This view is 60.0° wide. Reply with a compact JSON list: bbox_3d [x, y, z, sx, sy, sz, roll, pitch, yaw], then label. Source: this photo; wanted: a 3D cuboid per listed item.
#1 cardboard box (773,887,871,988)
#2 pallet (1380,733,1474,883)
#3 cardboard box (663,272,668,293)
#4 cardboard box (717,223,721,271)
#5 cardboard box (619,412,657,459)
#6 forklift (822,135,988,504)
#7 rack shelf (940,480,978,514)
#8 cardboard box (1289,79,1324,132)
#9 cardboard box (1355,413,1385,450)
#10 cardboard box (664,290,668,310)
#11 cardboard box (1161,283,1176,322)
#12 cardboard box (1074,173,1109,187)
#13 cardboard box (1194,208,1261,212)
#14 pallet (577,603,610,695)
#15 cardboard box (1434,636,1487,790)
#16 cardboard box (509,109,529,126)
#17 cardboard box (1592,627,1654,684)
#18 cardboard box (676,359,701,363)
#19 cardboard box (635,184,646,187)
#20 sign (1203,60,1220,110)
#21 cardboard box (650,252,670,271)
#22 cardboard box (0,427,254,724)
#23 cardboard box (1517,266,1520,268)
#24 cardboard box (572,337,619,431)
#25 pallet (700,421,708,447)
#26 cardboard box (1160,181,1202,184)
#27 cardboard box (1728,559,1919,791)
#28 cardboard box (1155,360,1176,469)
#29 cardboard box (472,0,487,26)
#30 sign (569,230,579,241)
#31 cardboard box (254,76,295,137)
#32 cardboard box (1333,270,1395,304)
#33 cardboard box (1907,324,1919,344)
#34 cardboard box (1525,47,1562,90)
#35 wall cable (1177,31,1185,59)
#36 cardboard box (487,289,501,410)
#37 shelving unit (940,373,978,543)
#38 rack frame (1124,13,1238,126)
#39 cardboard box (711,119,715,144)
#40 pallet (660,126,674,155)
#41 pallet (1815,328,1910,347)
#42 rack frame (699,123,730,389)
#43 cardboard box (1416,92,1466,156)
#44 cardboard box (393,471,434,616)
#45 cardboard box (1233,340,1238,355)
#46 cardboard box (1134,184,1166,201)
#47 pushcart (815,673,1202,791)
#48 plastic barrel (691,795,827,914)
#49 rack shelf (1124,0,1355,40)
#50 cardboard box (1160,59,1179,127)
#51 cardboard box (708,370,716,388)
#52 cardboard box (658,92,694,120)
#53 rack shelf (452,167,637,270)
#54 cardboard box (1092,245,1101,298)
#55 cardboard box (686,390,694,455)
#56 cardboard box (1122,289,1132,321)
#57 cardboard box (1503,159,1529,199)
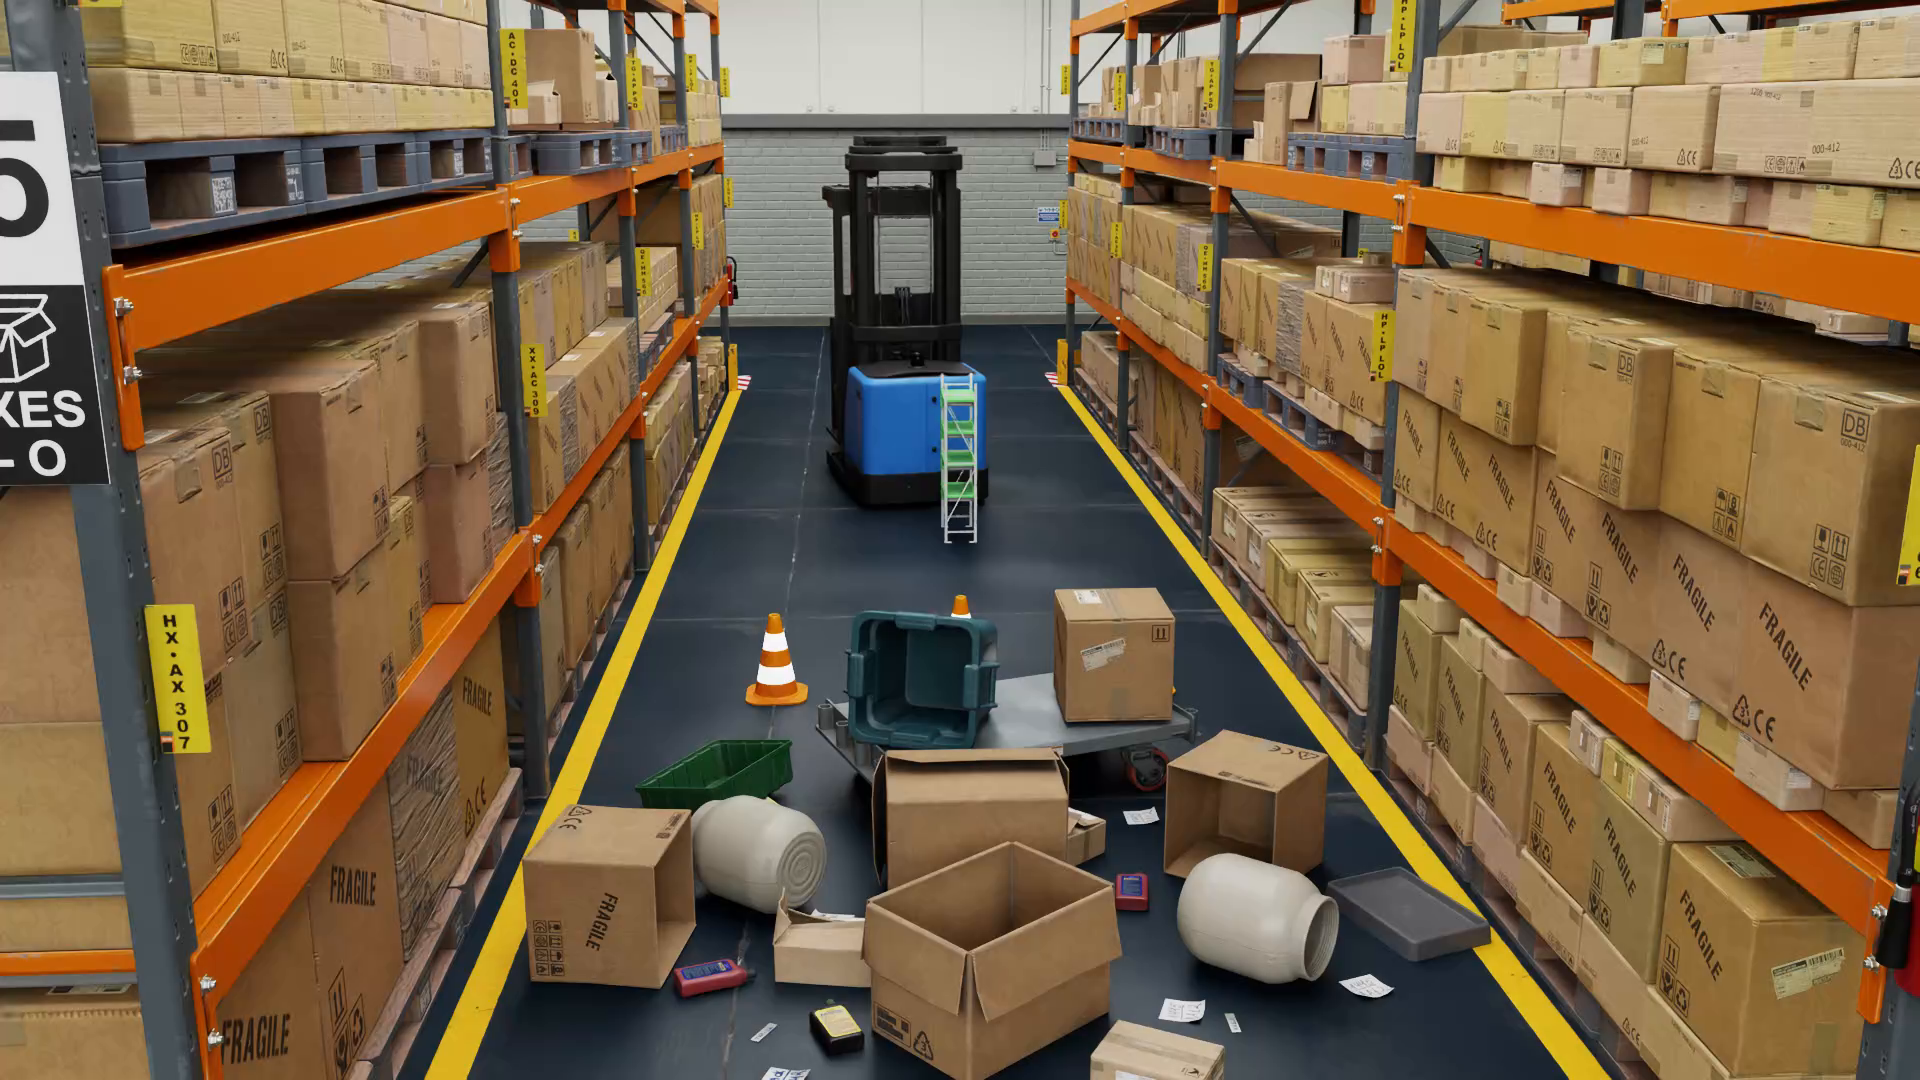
[{"bbox_3d":[-0.491,1.485,6.222,0.396,0.266,0.258,2,15,6],"label":"cardboard box"},{"bbox_3d":[2.575,1.177,7.528,1.003,0.211,1.213,-1,14,-3],"label":"pallet"},{"bbox_3d":[-2.658,-2.163,13.976,0.380,0.149,0.250,-1,14,-5],"label":"cardboard box"},{"bbox_3d":[-2.868,-3.179,18.065,0.500,0.500,0.500,-1,14,-4],"label":"cardboard box"},{"bbox_3d":[-2.485,-0.764,12.146,0.500,0.250,0.500,-2,15,-6],"label":"cardboard box"},{"bbox_3d":[-0.587,-2.027,14.524,1.130,2.935,3.031,-3,15,-12],"label":"forklift"},{"bbox_3d":[-0.010,-0.328,12.613,0.258,0.148,0.480,-1,14,-3],"label":"rack shelf"},{"bbox_3d":[2.374,-2.458,9.835,0.797,0.503,0.637,-1,14,-3],"label":"cardboard box"},{"bbox_3d":[2.191,-0.545,8.287,0.380,0.149,0.250,-1,14,-3],"label":"cardboard box"},{"bbox_3d":[-2.664,-2.025,14.038,0.380,0.149,0.250,-2,15,-6],"label":"cardboard box"},{"bbox_3d":[1.879,-1.875,13.092,0.500,0.250,0.500,-1,14,-5],"label":"cardboard box"},{"bbox_3d":[1.501,-4.078,18.849,0.380,0.149,0.250,-1,14,-2],"label":"cardboard box"},{"bbox_3d":[2.320,-2.626,14.507,0.500,0.500,0.500,-1,14,-2],"label":"cardboard box"},{"bbox_3d":[-2.638,0.617,9.704,1.003,0.211,1.213,-1,14,-3],"label":"pallet"},{"bbox_3d":[2.310,0.709,6.921,0.500,0.500,0.500,0,14,-1],"label":"cardboard box"},{"bbox_3d":[-2.252,-2.083,8.043,0.250,0.149,0.380,-1,14,-3],"label":"cardboard box"},{"bbox_3d":[2.360,0.370,5.573,0.380,0.149,0.250,-1,14,-4],"label":"cardboard box"},{"bbox_3d":[-2.841,-1.755,17.011,0.380,0.149,0.250,-1,15,-6],"label":"cardboard box"},{"bbox_3d":[-3.268,-3.146,15.929,0.500,0.500,0.500,-1,14,-5],"label":"cardboard box"},{"bbox_3d":[1.696,-3.070,11.220,0.100,0.325,0.005,-1,14,-3],"label":"sign"},{"bbox_3d":[-2.680,-2.370,14.185,0.380,0.149,0.250,-1,14,-5],"label":"cardboard box"},{"bbox_3d":[-2.172,0.068,3.774,0.875,0.550,0.550,-1,14,-3],"label":"cardboard box"},{"bbox_3d":[6.568,-3.067,18.930,0.380,0.149,0.250,-1,14,-4],"label":"cardboard box"},{"bbox_3d":[-2.327,-0.925,9.902,0.500,0.500,0.500,-1,14,-4],"label":"cardboard box"},{"bbox_3d":[-3.008,-1.044,16.160,1.003,0.211,1.213,-1,14,-3],"label":"pallet"},{"bbox_3d":[2.211,-3.514,16.657,0.380,0.149,0.250,-1,14,-5],"label":"cardboard box"},{"bbox_3d":[2.438,0.332,4.420,0.500,0.500,0.500,-1,14,-4],"label":"cardboard box"},{"bbox_3d":[2.185,-1.126,14.305,0.875,0.875,0.875,0,14,-2],"label":"cardboard box"},{"bbox_3d":[-2.095,-2.121,6.592,0.380,0.149,0.250,-1,14,-4],"label":"cardboard box"},{"bbox_3d":[-3.473,-2.637,15.018,0.100,0.325,0.005,-1,14,-3],"label":"sign"},{"bbox_3d":[-1.937,-1.105,4.243,0.380,0.149,0.250,-1,14,-3],"label":"cardboard box"},{"bbox_3d":[2.189,-1.332,8.743,0.380,0.149,0.250,-1,14,-5],"label":"cardboard box"},{"bbox_3d":[6.963,-1.467,11.507,0.500,0.250,0.500,-1,14,-3],"label":"cardboard box"},{"bbox_3d":[2.300,-1.717,6.064,0.380,0.149,0.250,-1,14,-5],"label":"cardboard box"},{"bbox_3d":[4.655,-7.703,24.329,2.988,3.039,0.133,-1,14,-3],"label":"wall cable"},{"bbox_3d":[-2.472,-0.894,7.775,0.700,0.500,0.500,-1,14,-4],"label":"cardboard box"},{"bbox_3d":[-0.010,-0.622,12.537,0.258,1.200,0.503,-1,14,-3],"label":"shelving unit"},{"bbox_3d":[2.003,-5.235,14.813,1.000,3.000,0.127,-1,14,-3],"label":"rack frame"},{"bbox_3d":[-2.831,-4.243,17.280,0.500,0.250,0.500,0,14,-1],"label":"cardboard box"},{"bbox_3d":[-2.932,-3.177,13.210,1.213,0.211,1.003,-1,14,-3],"label":"pallet"},{"bbox_3d":[7.092,-1.487,12.670,1.213,0.211,1.003,-1,14,-3],"label":"pallet"},{"bbox_3d":[-3.179,-3.223,19.032,1.000,3.000,0.127,-1,14,-3],"label":"rack frame"},{"bbox_3d":[2.252,-1.750,6.994,0.500,0.250,0.500,-1,14,-5],"label":"cardboard box"},{"bbox_3d":[-2.428,0.053,5.999,0.875,0.550,0.550,-1,14,-3],"label":"cardboard box"},{"bbox_3d":[2.085,-1.333,11.347,0.380,0.149,0.250,-2,15,-7],"label":"cardboard box"},{"bbox_3d":[1.758,-3.315,15.882,0.380,0.149,0.250,-1,14,-2],"label":"cardboard box"},{"bbox_3d":[0.226,0.978,7.969,1.648,0.377,0.936,-6,16,-23],"label":"pushcart"},{"bbox_3d":[-0.835,1.268,6.749,0.512,0.421,0.421,10,18,35],"label":"plastic barrel"},{"bbox_3d":[2.127,-4.195,13.019,1.077,0.370,4.000,-1,14,-3],"label":"rack shelf"},{"bbox_3d":[1.852,-3.473,12.941,0.500,0.500,0.500,-1,14,-3],"label":"cardboard box"},{"bbox_3d":[-2.741,-1.673,17.289,0.380,0.149,0.250,-1,14,-3],"label":"cardboard box"},{"bbox_3d":[-2.722,-3.973,15.228,0.500,0.250,0.500,0,14,-2],"label":"cardboard box"},{"bbox_3d":[-2.560,-1.840,9.082,1.077,0.370,4.000,-1,14,-3],"label":"rack shelf"},{"bbox_3d":[1.636,-2.742,16.963,0.500,0.500,0.500,-1,14,-4],"label":"cardboard box"},{"bbox_3d":[-2.634,-1.041,14.724,0.500,0.500,0.500,-1,14,-5],"label":"cardboard box"},{"bbox_3d":[1.767,-2.143,15.138,0.500,0.250,0.500,-1,14,-5],"label":"cardboard box"},{"bbox_3d":[2.335,-1.401,6.435,0.380,0.149,0.250,0,14,-2],"label":"cardboard box"}]
